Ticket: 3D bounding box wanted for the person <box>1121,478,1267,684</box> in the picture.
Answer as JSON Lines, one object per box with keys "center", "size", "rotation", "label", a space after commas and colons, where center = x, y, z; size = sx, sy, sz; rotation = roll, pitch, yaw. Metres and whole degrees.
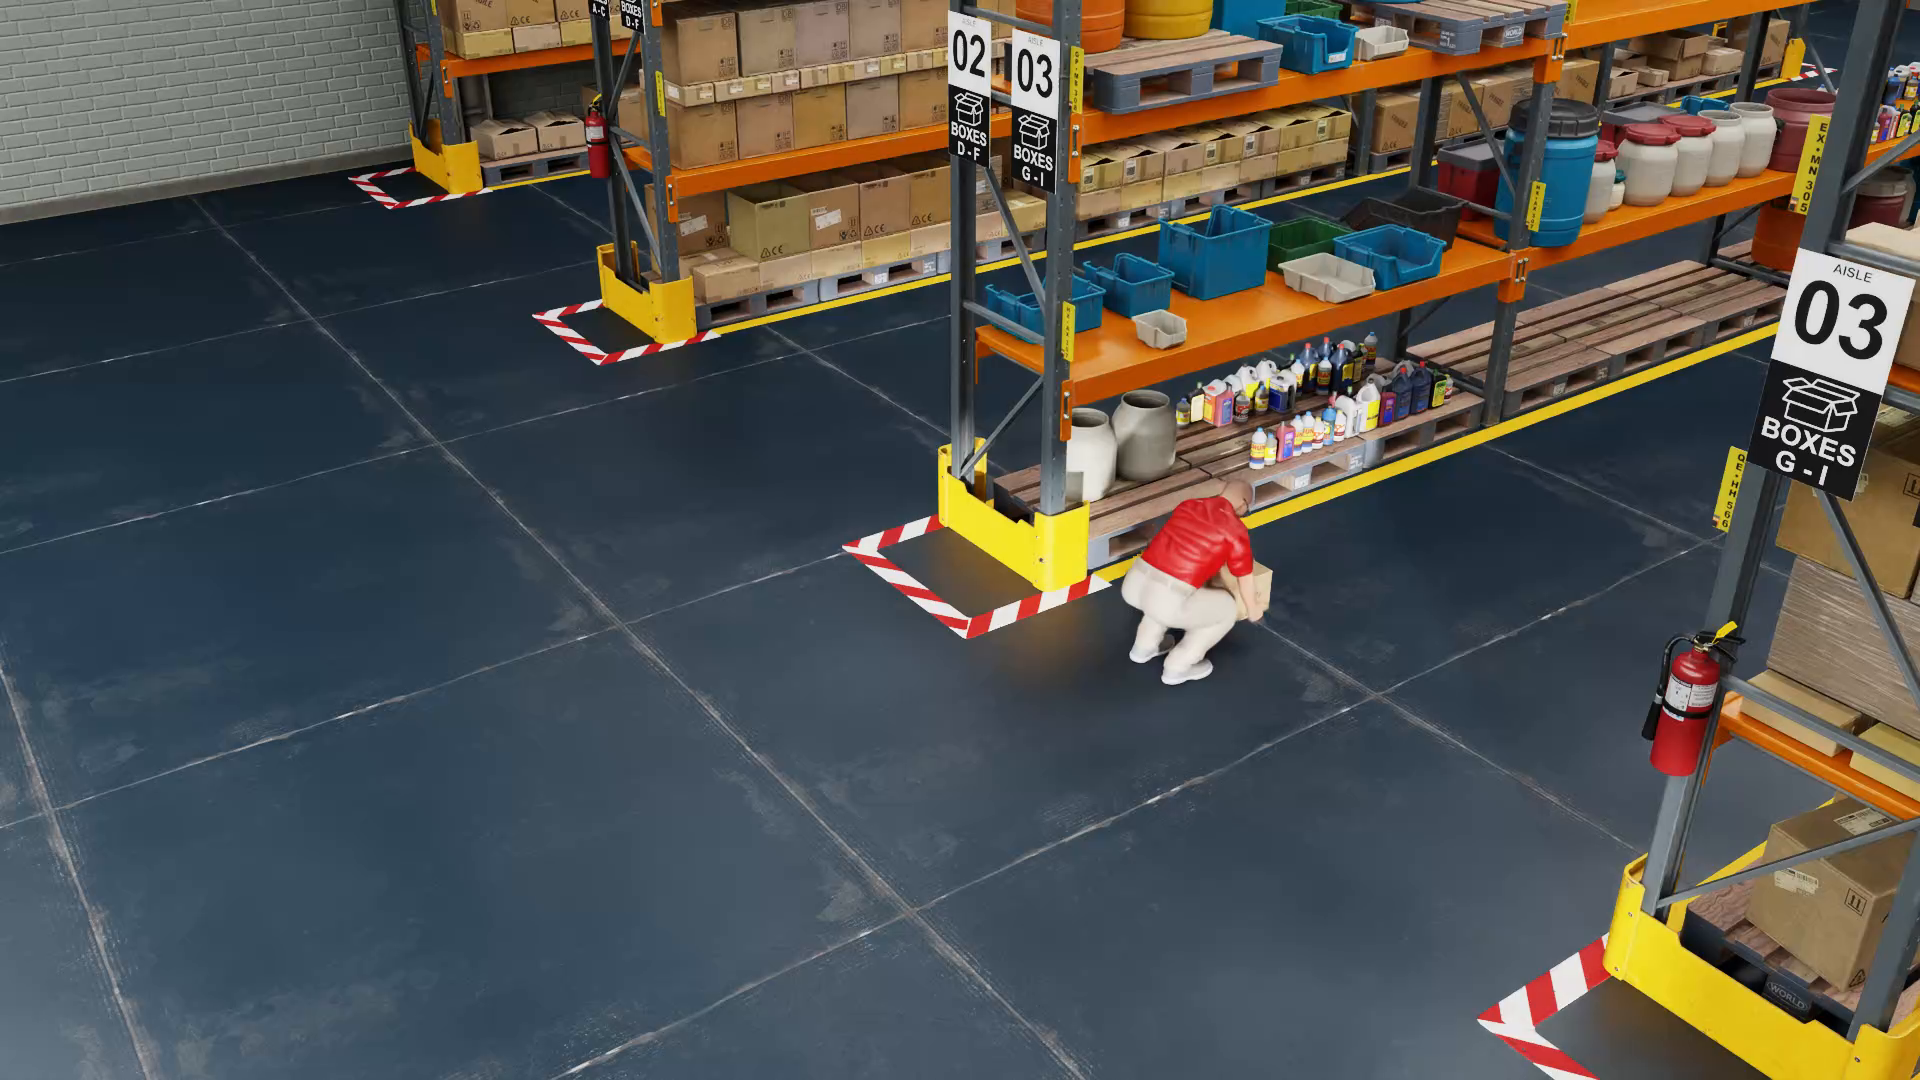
{"center": [1.274, 0.218, 9.033], "size": [0.895, 0.984, 0.529], "rotation": [-20, 34, -32], "label": "person"}
